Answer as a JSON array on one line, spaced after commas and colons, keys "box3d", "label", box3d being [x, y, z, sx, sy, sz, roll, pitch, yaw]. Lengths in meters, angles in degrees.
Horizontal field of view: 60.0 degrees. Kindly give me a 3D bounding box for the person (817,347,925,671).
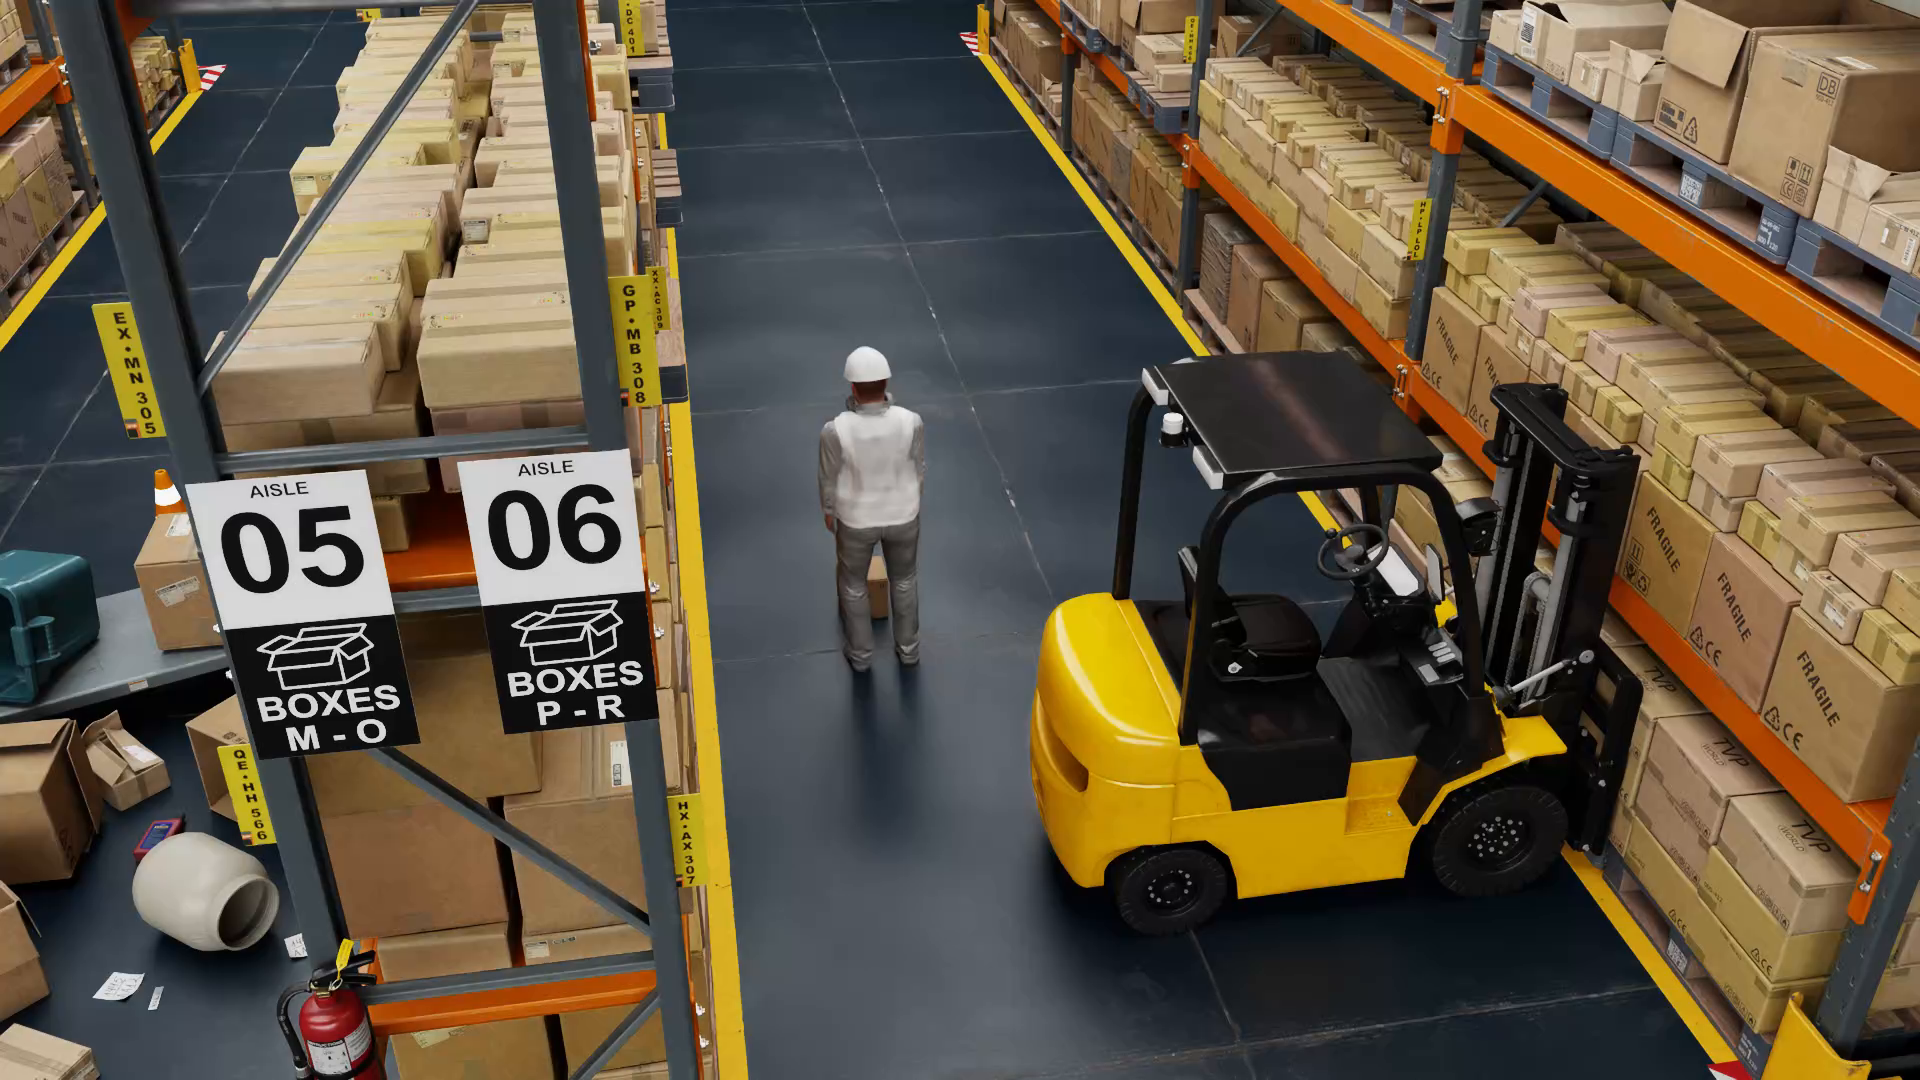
[{"box3d": [-0.442, -0.139, 8.368, 0.538, 1.759, 0.378, -6, 31, -11], "label": "person"}]
